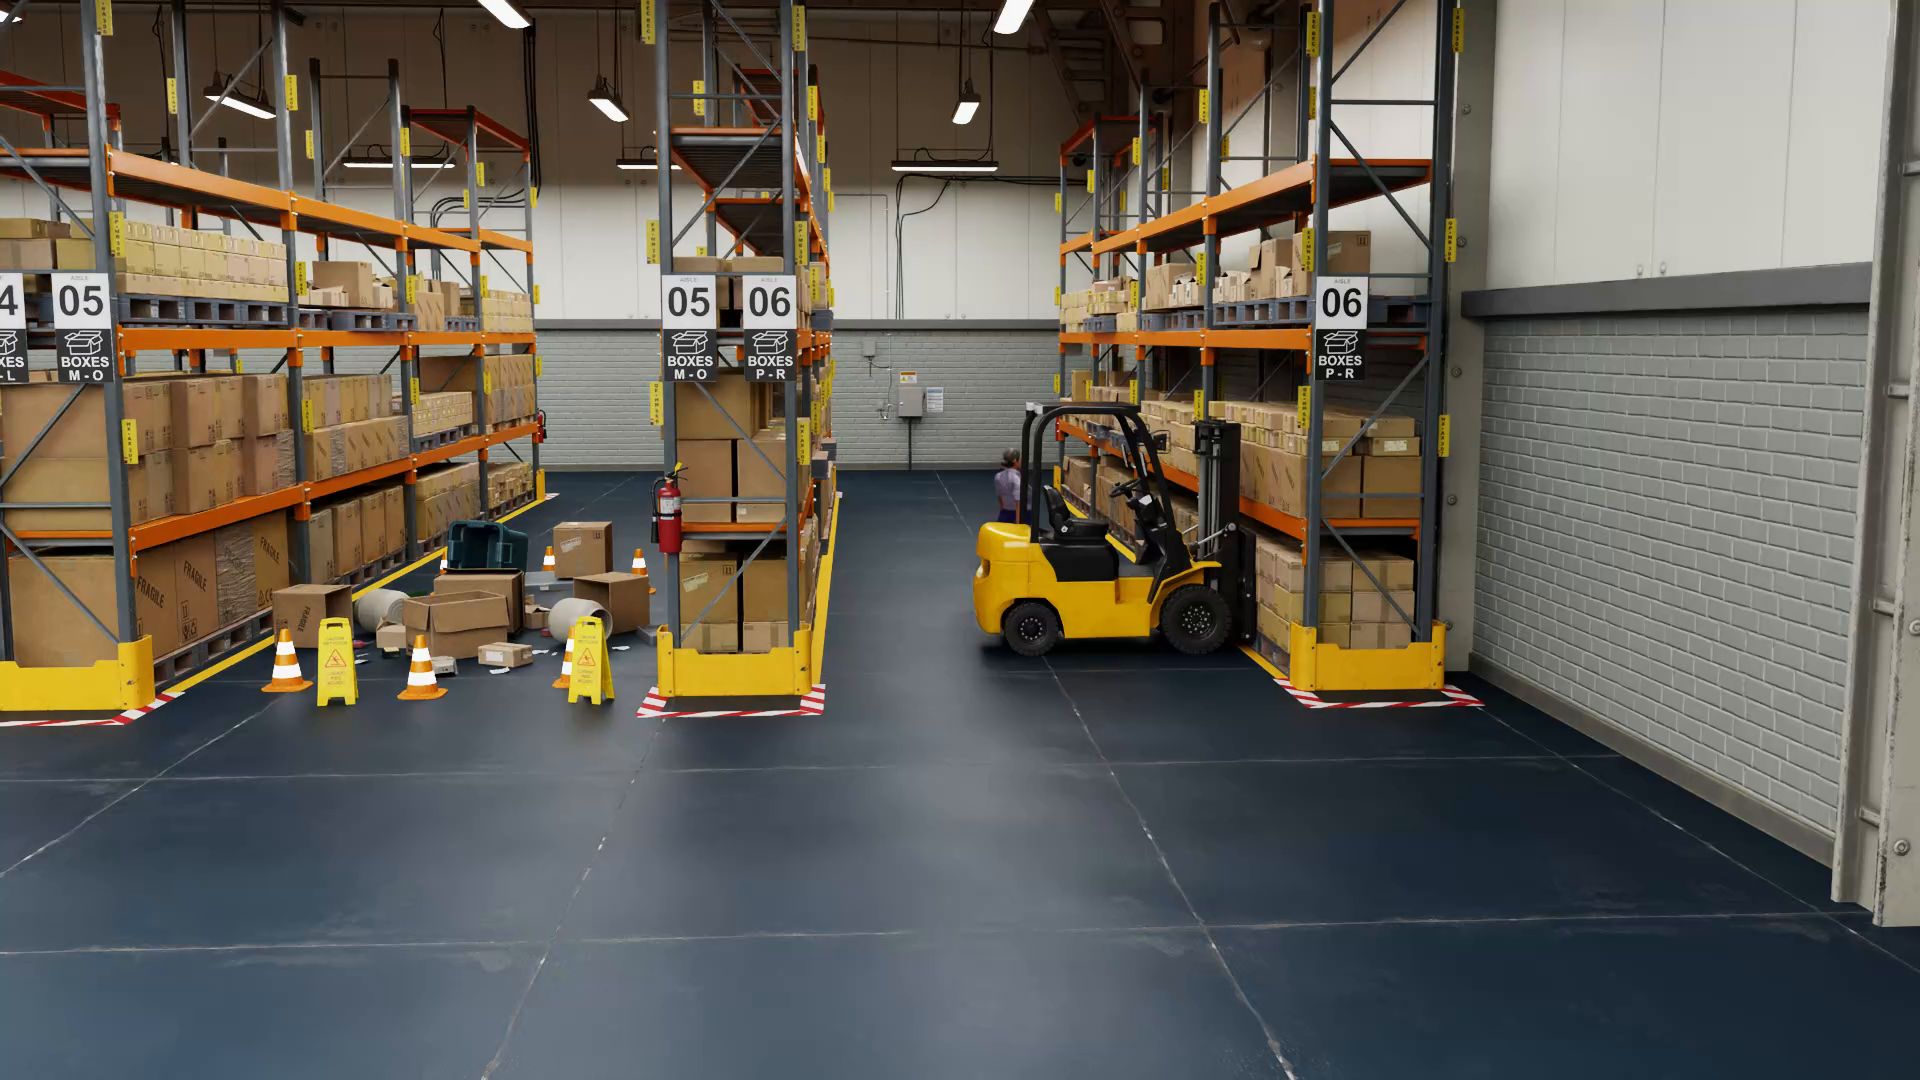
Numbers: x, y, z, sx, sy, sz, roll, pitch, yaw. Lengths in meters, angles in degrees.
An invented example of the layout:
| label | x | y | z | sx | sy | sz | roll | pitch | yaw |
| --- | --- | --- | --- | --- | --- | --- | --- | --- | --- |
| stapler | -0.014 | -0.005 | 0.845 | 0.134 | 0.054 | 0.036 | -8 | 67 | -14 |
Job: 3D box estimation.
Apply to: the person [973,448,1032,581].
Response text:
| label | x | y | z | sx | sy | sz | roll | pitch | yaw |
| --- | --- | --- | --- | --- | --- | --- | --- | --- | --- |
| person | 0.577 | -0.149 | 17.129 | 0.898 | 1.602 | 0.482 | -6 | 9 | -41 |
